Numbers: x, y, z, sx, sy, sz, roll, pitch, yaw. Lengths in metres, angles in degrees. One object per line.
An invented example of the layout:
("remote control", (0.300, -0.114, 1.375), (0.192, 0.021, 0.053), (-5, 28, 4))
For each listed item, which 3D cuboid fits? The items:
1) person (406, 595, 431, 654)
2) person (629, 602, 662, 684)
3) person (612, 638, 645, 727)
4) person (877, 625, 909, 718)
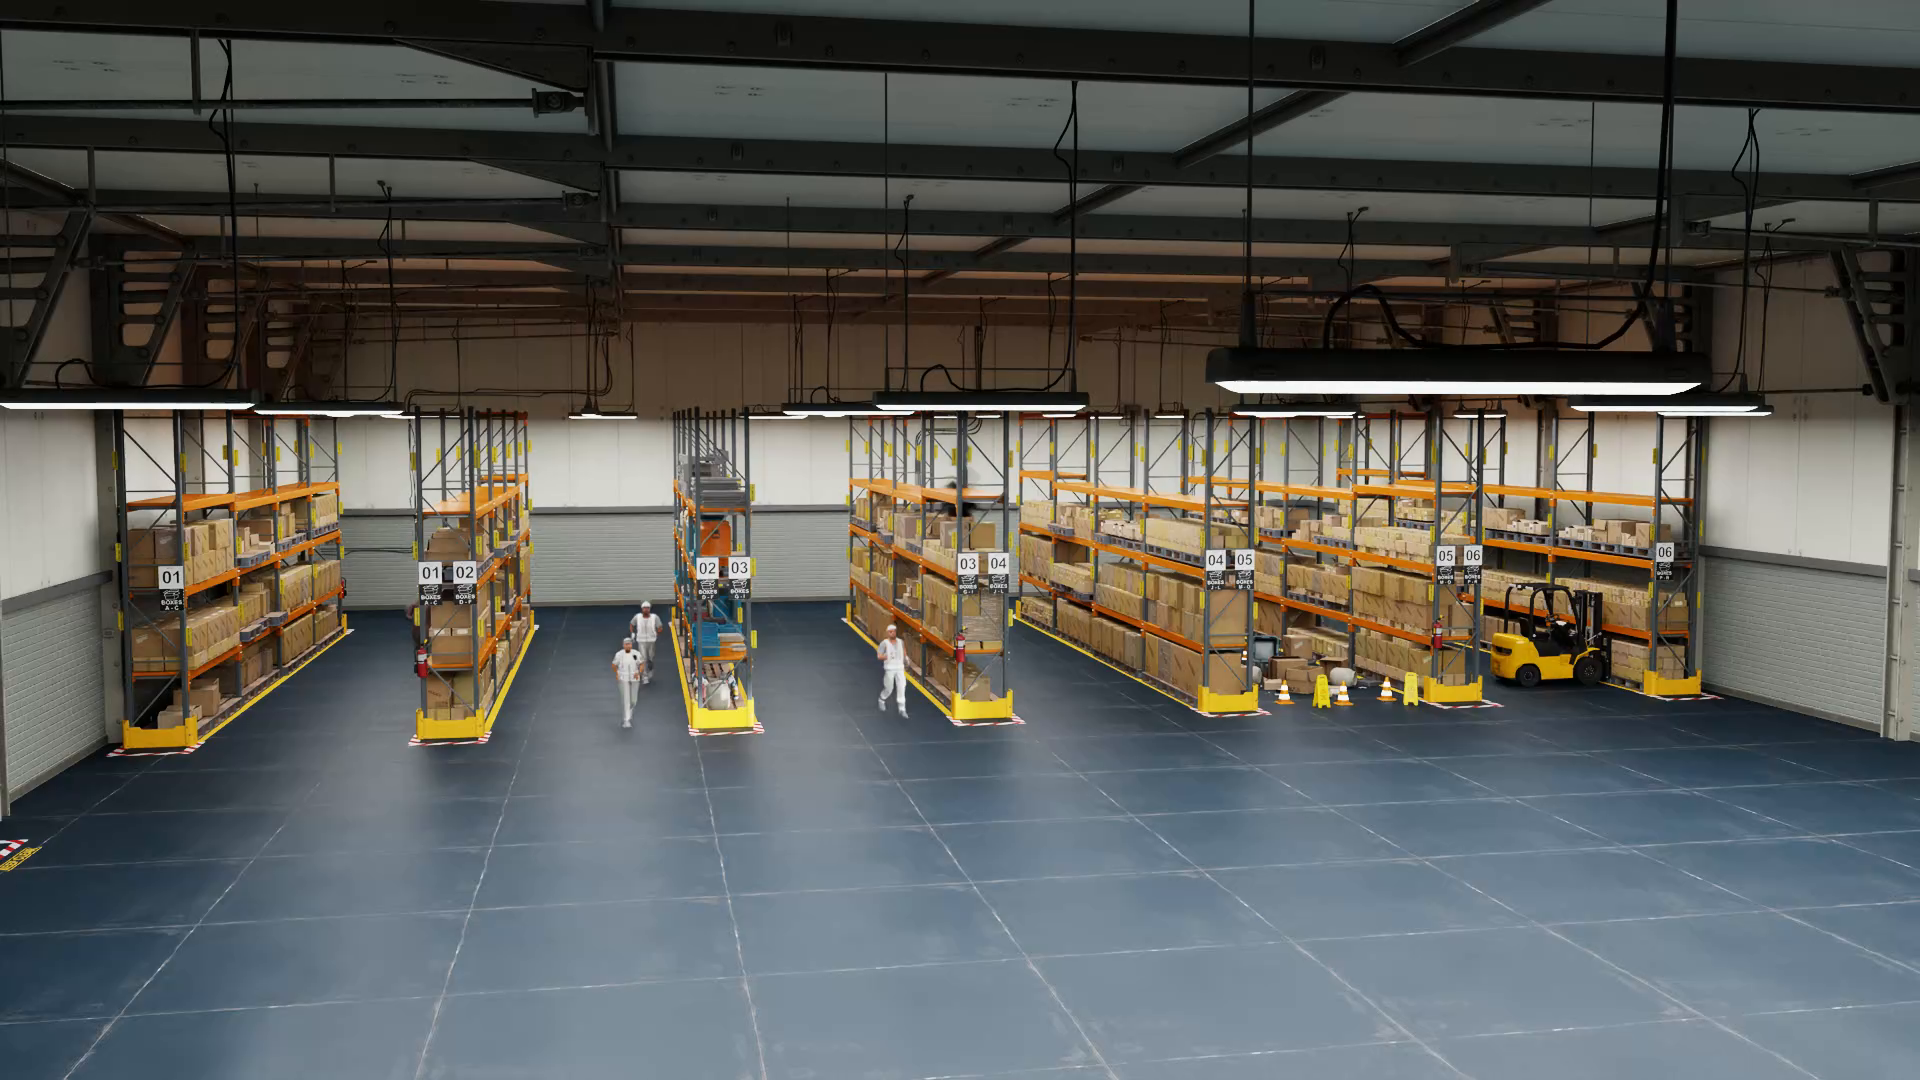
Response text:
("person", (-12.625, 2.049, 39.045), (0.718, 1.710, 0.833), (-1, 4, -16))
("person", (-6.878, 2.232, 36.463), (0.705, 1.773, 0.879), (-1, 4, -14))
("person", (-6.286, 2.669, 31.511), (0.608, 1.679, 0.731), (-1, 4, -19))
("person", (-1.267, 2.524, 32.253), (0.674, 1.743, 1.064), (-2, 4, -21))
